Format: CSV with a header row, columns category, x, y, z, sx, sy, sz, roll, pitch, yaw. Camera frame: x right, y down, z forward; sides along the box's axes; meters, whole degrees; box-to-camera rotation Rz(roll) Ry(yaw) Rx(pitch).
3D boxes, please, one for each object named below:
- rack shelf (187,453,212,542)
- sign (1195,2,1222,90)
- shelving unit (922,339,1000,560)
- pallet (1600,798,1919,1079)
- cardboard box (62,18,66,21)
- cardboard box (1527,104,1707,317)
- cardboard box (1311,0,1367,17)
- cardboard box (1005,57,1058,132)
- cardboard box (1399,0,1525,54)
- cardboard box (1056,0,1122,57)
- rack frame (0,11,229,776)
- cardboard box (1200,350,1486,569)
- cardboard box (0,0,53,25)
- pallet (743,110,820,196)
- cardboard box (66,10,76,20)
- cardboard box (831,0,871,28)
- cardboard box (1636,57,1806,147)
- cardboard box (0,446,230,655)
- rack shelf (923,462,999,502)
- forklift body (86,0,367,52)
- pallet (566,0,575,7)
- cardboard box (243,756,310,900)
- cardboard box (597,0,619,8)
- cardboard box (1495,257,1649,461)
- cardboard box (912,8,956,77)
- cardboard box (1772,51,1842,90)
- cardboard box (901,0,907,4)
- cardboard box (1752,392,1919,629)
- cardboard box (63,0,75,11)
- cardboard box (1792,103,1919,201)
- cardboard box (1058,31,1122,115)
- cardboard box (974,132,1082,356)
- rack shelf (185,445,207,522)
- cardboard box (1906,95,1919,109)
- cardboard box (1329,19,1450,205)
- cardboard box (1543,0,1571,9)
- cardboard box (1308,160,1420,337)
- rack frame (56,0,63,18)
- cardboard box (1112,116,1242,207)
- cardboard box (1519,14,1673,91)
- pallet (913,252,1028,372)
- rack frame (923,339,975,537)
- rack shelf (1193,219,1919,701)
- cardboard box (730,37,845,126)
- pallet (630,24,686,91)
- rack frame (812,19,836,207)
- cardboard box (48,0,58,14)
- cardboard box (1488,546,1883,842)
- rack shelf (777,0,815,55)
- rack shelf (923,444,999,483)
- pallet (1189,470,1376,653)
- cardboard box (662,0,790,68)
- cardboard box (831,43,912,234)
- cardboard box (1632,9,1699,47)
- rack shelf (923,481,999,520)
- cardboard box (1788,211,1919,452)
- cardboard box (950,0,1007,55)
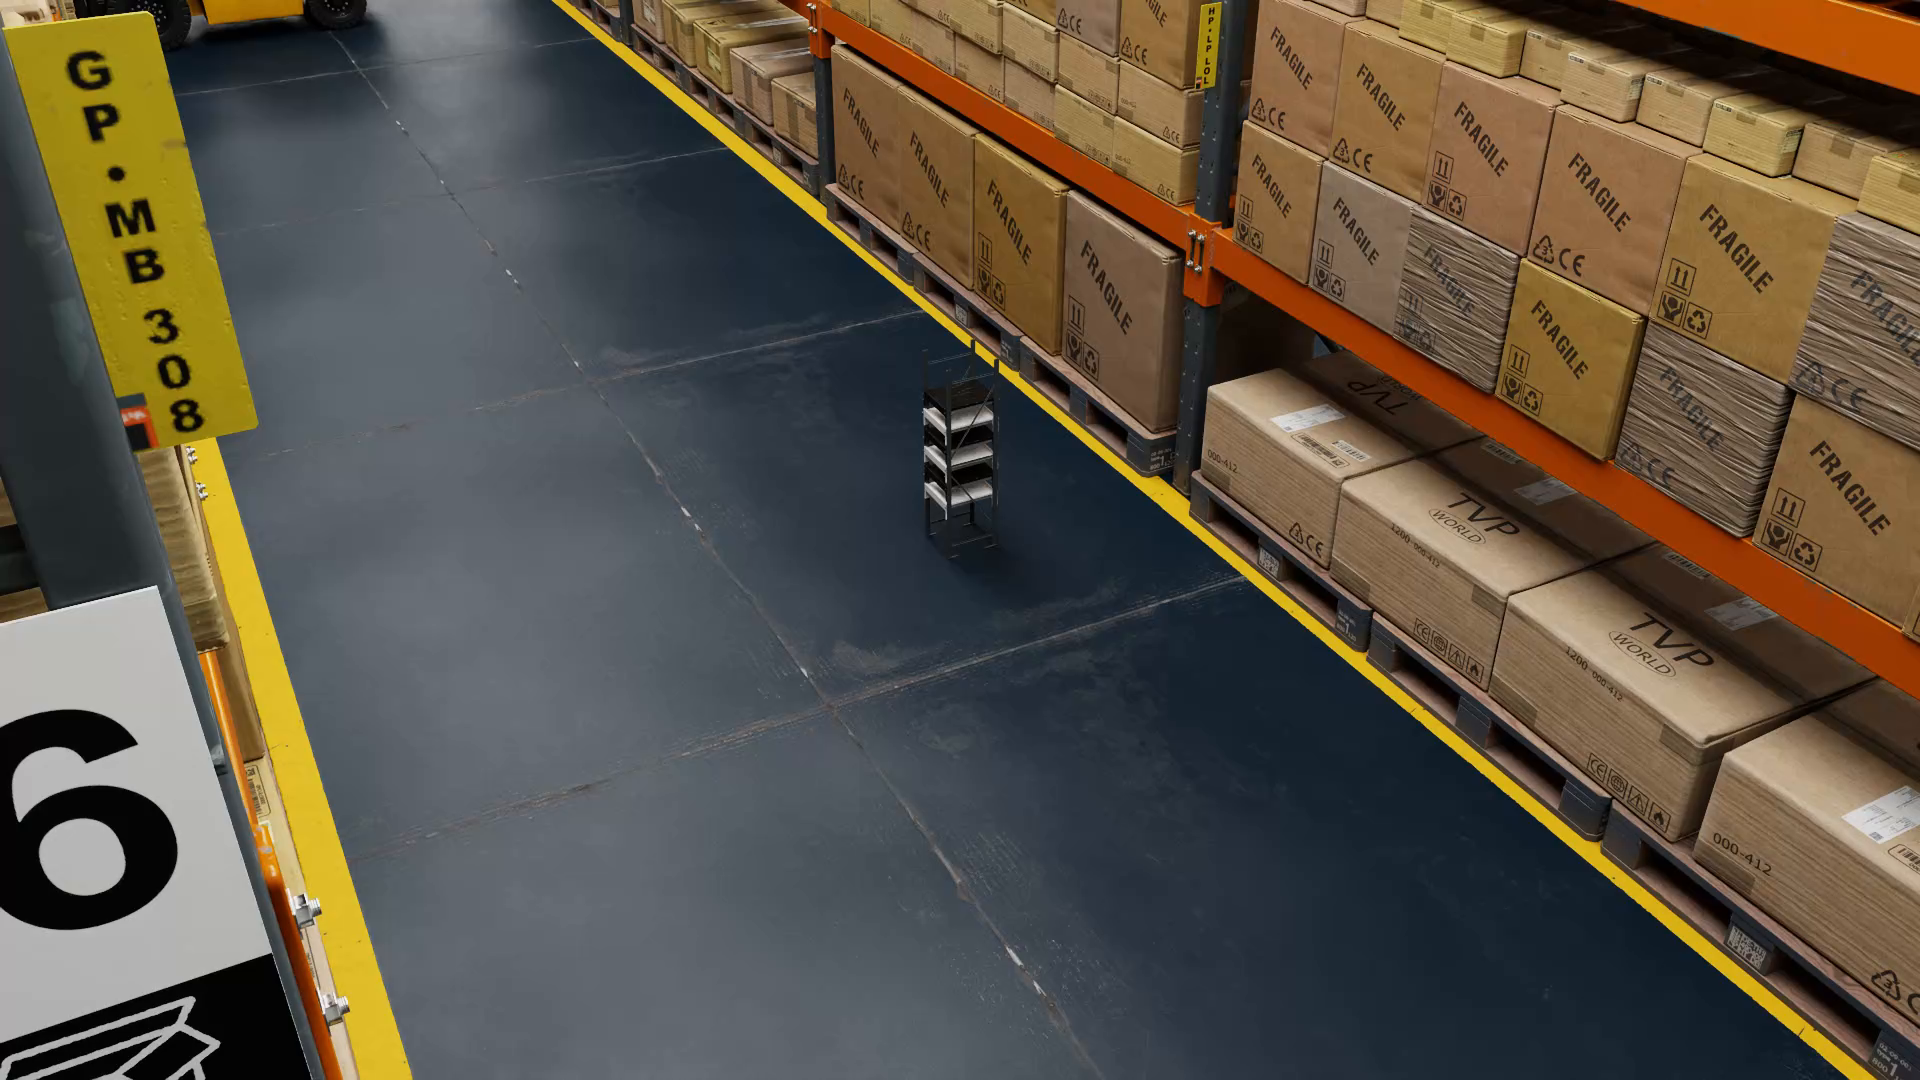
category,x,y,z,sx,sy,sz,roll,pitch,yaw
rack shelf,-2.013,0.901,3.730,1.077,0.370,4.000,-16,36,-23
sign,0.968,-1.919,6.466,0.100,0.325,0.005,-16,36,-23
shelving unit,0.004,-0.375,7.001,0.258,0.900,0.210,-16,36,-23
pallet,2.866,1.115,5.314,1.003,0.211,1.213,-16,36,-23
cardboard box,-3.886,-1.753,6.720,0.797,0.503,0.637,-17,36,-24
cardboard box,2.143,-1.050,5.089,0.500,0.500,0.500,-16,36,-23
cardboard box,1.495,-2.008,5.984,0.380,0.149,0.250,-15,36,-22
cardboard box,0.556,-2.183,8.016,0.500,0.250,0.500,-17,36,-24
cardboard box,1.713,-1.763,5.600,0.380,0.149,0.250,-16,36,-23
cardboard box,0.765,-2.465,7.297,0.500,0.500,0.500,-15,36,-22
rack frame,-1.081,-0.973,0.427,1.000,3.000,0.127,-16,36,-23
cardboard box,1.641,-0.378,7.045,0.875,0.438,0.875,-16,36,-24
cardboard box,-1.286,-0.505,1.877,0.500,0.250,0.500,-16,36,-23
pallet,-0.785,-2.714,11.291,1.003,0.211,1.213,-16,36,-23
cardboard box,-6.628,-3.712,11.960,0.500,0.250,0.500,-16,36,-23
cardboard box,-0.416,-3.155,9.534,0.500,0.250,0.500,-17,36,-24
cardboard box,2.215,-1.280,4.846,0.380,0.149,0.250,-15,35,-22
cardboard box,-1.046,-0.053,1.635,0.500,0.250,0.500,-16,36,-24
rack shelf,0.004,-0.271,7.068,0.258,0.077,0.200,-16,36,-23
forklift body,-6.043,-5.279,13.497,2.313,2.155,1.214,-16,36,-23
pallet,-3.204,-5.145,15.084,1.003,0.211,1.213,-16,36,-23
cardboard box,-1.529,0.725,3.201,0.500,0.250,0.500,-17,36,-24
cardboard box,-2.800,-4.658,13.899,0.500,0.250,0.500,-14,35,-21
cardboard box,2.128,-0.633,5.364,0.500,0.500,0.500,-15,35,-22
cardboard box,0.079,-2.663,8.765,0.500,0.250,0.500,-15,35,-22
cardboard box,2.702,-1.423,5.070,0.380,0.149,0.250,-17,36,-24
cardboard box,-0.164,-3.112,9.002,0.500,0.250,0.500,-15,36,-22
cardboard box,2.629,-0.147,4.605,0.500,0.500,0.500,-17,36,-24
cardboard box,-6.624,-3.924,11.827,0.500,0.250,0.500,-16,36,-24
cardboard box,2.489,-1.045,4.480,0.380,0.149,0.250,-16,36,-24
cardboard box,0.783,-2.140,7.485,0.500,0.250,0.500,-15,36,-22
cardboard box,0.656,-1.593,8.537,0.875,0.875,0.875,-15,36,-22
rack shelf,-3.878,-1.008,6.709,1.077,0.370,4.000,-16,36,-23
cardboard box,2.875,-1.166,4.668,0.380,0.149,0.250,-16,36,-23
cardboard box,1.681,-1.539,5.852,0.500,0.500,0.500,-16,36,-24
cardboard box,2.137,-1.885,5.791,0.380,0.149,0.250,-16,36,-23
cardboard box,1.662,-1.118,6.121,0.500,0.500,0.500,-16,36,-23
rack frame,-4.811,-2.265,8.005,1.000,3.000,0.127,-16,36,-23
cardboard box,1.011,-1.694,7.252,0.500,0.250,0.500,-17,36,-24
cardboard box,2.001,-1.530,5.236,0.380,0.149,0.250,-16,36,-23
pallet,0.444,-1.365,9.184,1.003,0.211,1.213,-16,36,-23
rack frame,-0.044,-0.424,7.077,0.240,0.900,0.006,-16,36,-23
rack shelf,2.376,-0.349,5.681,1.077,0.370,4.000,-16,36,-23
cardboard box,-1.027,-3.208,11.523,0.950,0.372,0.625,-17,36,-24
pallet,-1.922,-3.879,13.109,1.003,0.211,1.213,-16,36,-23
rack frame,-0.422,-3.515,9.956,1.000,3.000,0.127,-16,36,-23
cardboard box,-2.248,-1.269,3.532,0.500,0.250,0.500,-17,36,-25
cardboard box,2.478,0.480,5.706,0.875,0.438,0.875,-15,36,-22
rack shelf,-1.354,-4.167,11.640,1.077,0.370,4.000,-16,36,-23
rack shelf,0.004,-0.347,7.019,0.258,0.077,0.200,-16,36,-23
pallet,1.729,-0.050,7.132,1.003,0.211,1.213,-16,36,-23
cardboard box,-1.702,-3.903,12.608,0.950,0.372,0.625,-14,35,-20
cardboard box,-0.173,-2.447,9.869,0.875,0.875,0.875,-16,36,-24
cardboard box,2.409,-1.650,5.424,0.380,0.149,0.250,-17,36,-24
rack shelf,0.004,-0.195,7.116,0.258,0.077,0.200,-16,36,-23
cardboard box,2.603,-0.573,4.344,0.500,0.500,0.500,-16,36,-23
cardboard box,0.282,-2.625,8.243,0.500,0.250,0.500,-15,36,-22
